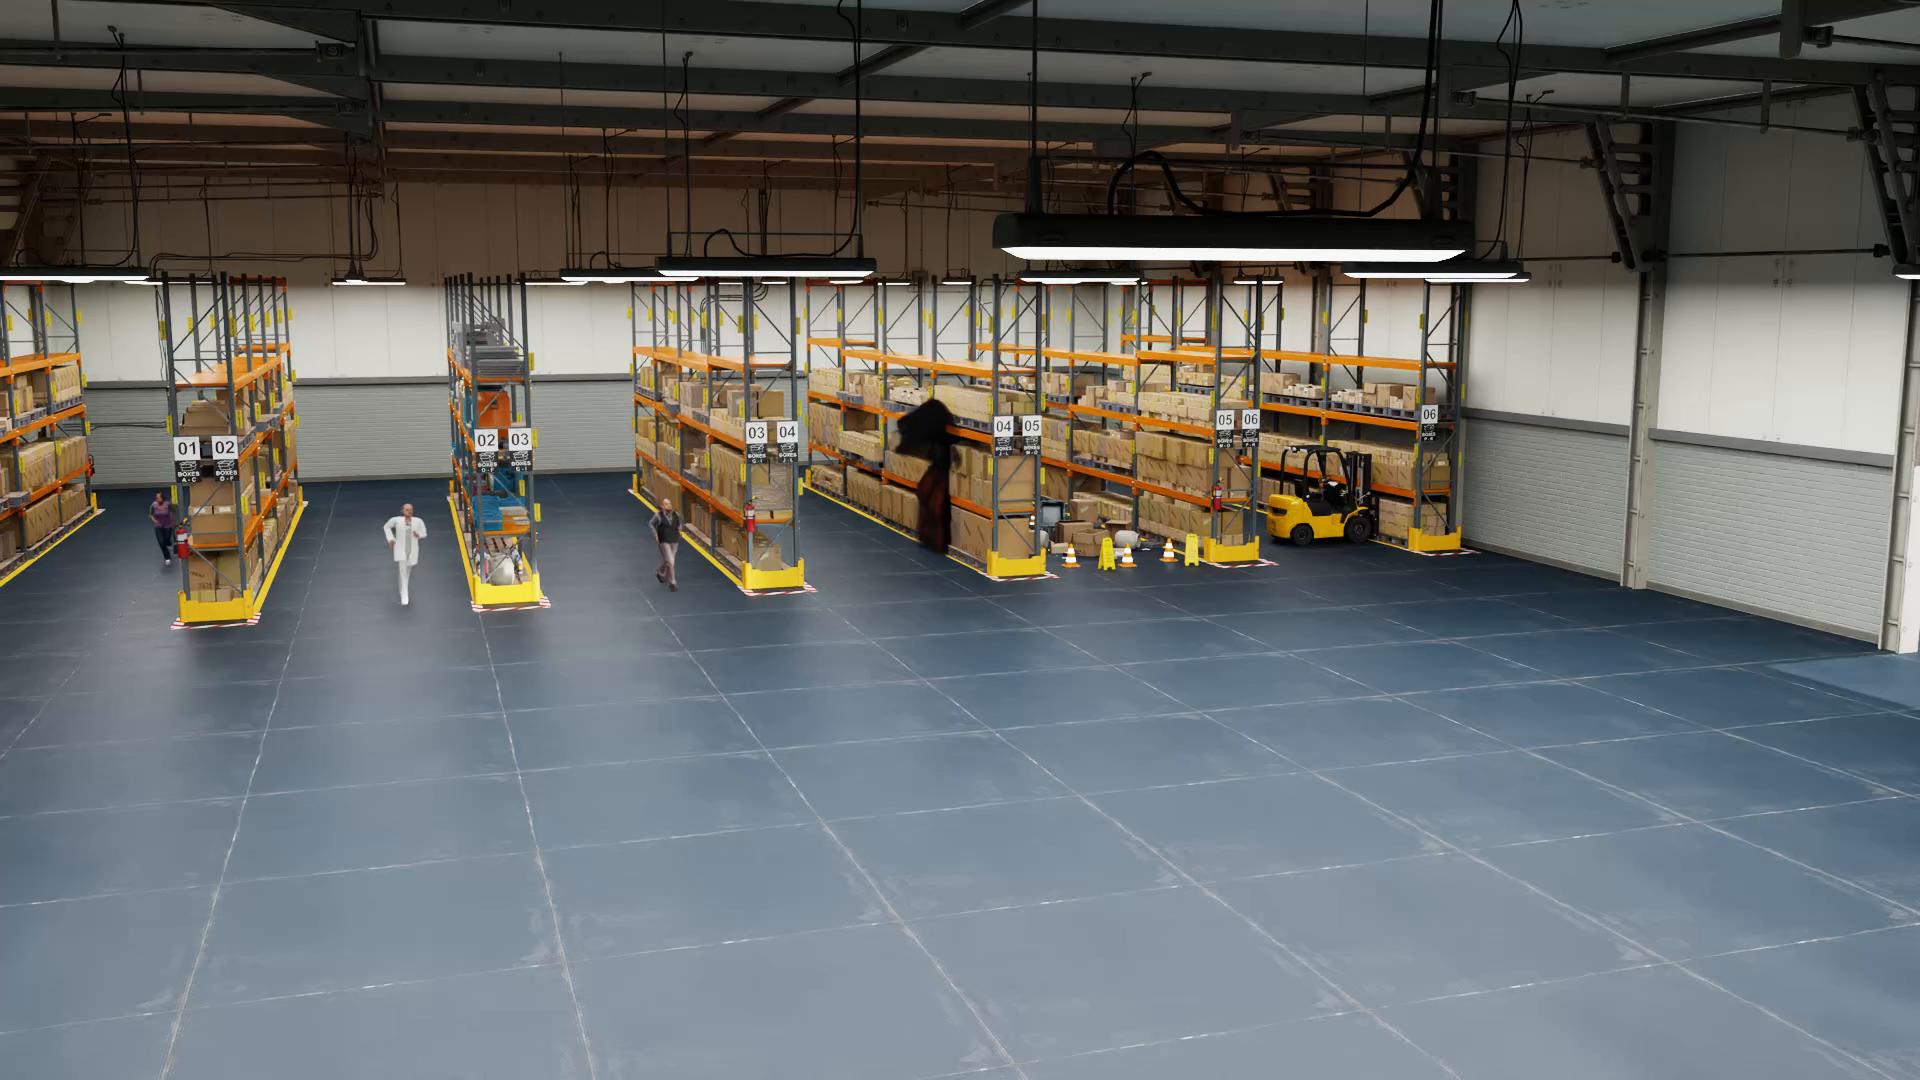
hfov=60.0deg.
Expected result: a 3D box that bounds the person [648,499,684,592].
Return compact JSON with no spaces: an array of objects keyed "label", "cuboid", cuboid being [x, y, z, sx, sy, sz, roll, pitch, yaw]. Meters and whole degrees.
[{"label":"person","cuboid":[-5.584,0.076,31.865,0.643,1.748,0.893,-7,11,-38]}]

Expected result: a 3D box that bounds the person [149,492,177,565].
[{"label":"person","cuboid":[-16.659,-0.256,34.788,0.507,1.539,0.689,-3,9,-16]}]

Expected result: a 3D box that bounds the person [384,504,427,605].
[{"label":"person","cuboid":[-10.148,0.218,30.545,0.701,1.781,1.038,-5,10,-32]}]

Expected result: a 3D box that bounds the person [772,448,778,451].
[{"label":"person","cuboid":[-4.896,-2.080,45.904,0.669,1.792,0.991,-2,9,-14]}]
